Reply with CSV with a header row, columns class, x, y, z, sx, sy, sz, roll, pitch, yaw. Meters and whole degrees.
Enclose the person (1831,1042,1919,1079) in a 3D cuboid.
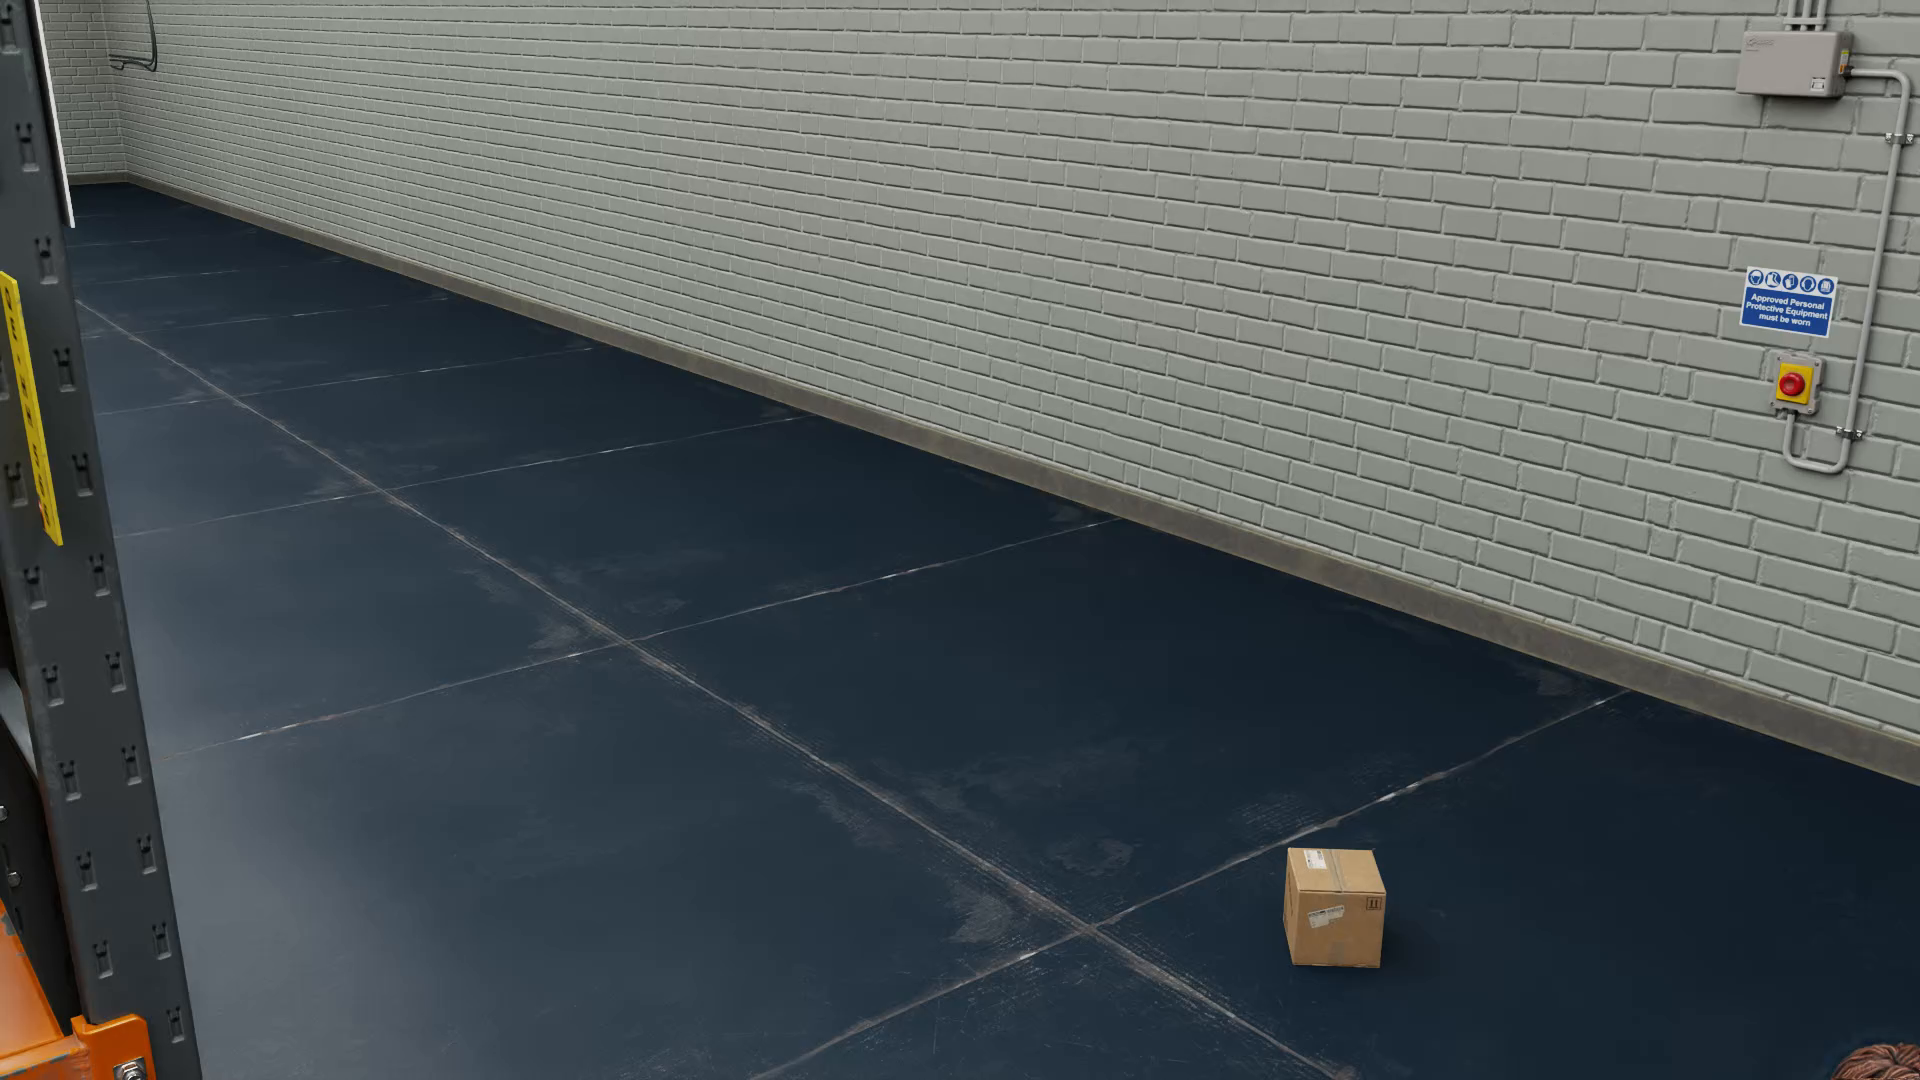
class,x,y,z,sx,sy,sz,roll,pitch,yaw
person,1.050,1.300,1.991,0.413,1.590,0.448,0,18,-1
